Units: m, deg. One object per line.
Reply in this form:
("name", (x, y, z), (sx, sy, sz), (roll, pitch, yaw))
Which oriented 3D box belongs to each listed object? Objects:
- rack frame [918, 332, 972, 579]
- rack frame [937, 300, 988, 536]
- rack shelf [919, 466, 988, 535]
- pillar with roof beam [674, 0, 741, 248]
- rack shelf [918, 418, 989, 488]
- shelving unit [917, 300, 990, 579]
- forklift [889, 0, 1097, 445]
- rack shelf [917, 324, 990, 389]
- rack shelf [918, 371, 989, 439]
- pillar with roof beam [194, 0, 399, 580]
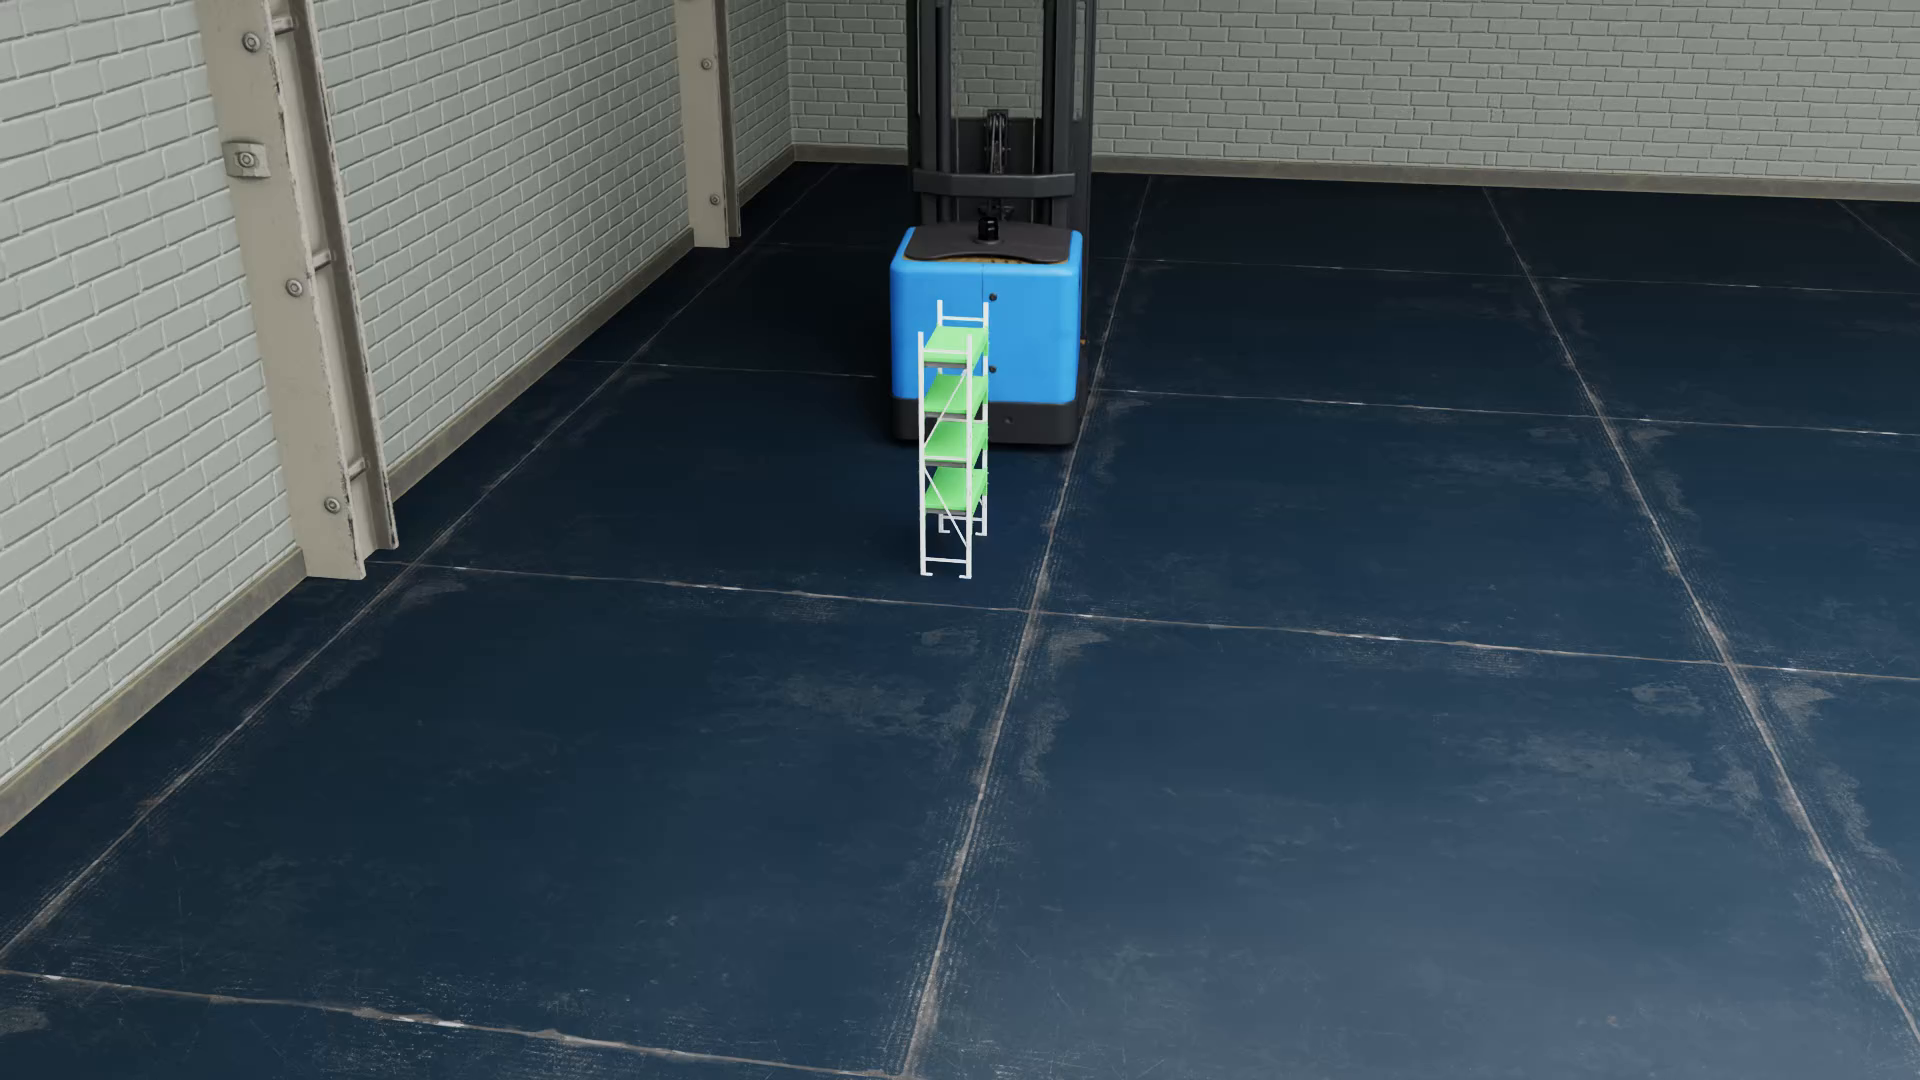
("rack frame", (-0.067, -0.372, 7.630), (0.240, 1.200, 0.015), (4, 25, 9))
("rack frame", (0.013, -0.576, 8.066), (0.240, 1.200, 0.015), (4, 25, 9))
("rack shelf", (-0.027, -0.199, 7.977), (0.258, 0.148, 0.480), (4, 25, 9))
("pillar with roof beam", (2.281, -6.191, 10.862), (9.100, 9.000, 0.400), (4, 25, 9))
("rack shelf", (-0.027, -0.416, 7.875), (0.258, 0.148, 0.480), (4, 25, 9))
("shelving unit", (-0.027, -0.474, 7.848), (0.258, 1.200, 0.503), (4, 25, 9))
("forklift", (0.259, -2.444, 10.015), (1.130, 2.935, 3.031), (2, 25, 5))
("rack shelf", (-0.027, -0.851, 7.671), (0.258, 0.148, 0.480), (4, 25, 9))
("rack shelf", (-0.027, -0.634, 7.773), (0.258, 0.148, 0.480), (4, 25, 9))
("pillar with roof beam", (1.300, -3.682, 5.501), (9.100, 9.000, 0.400), (4, 25, 9))
